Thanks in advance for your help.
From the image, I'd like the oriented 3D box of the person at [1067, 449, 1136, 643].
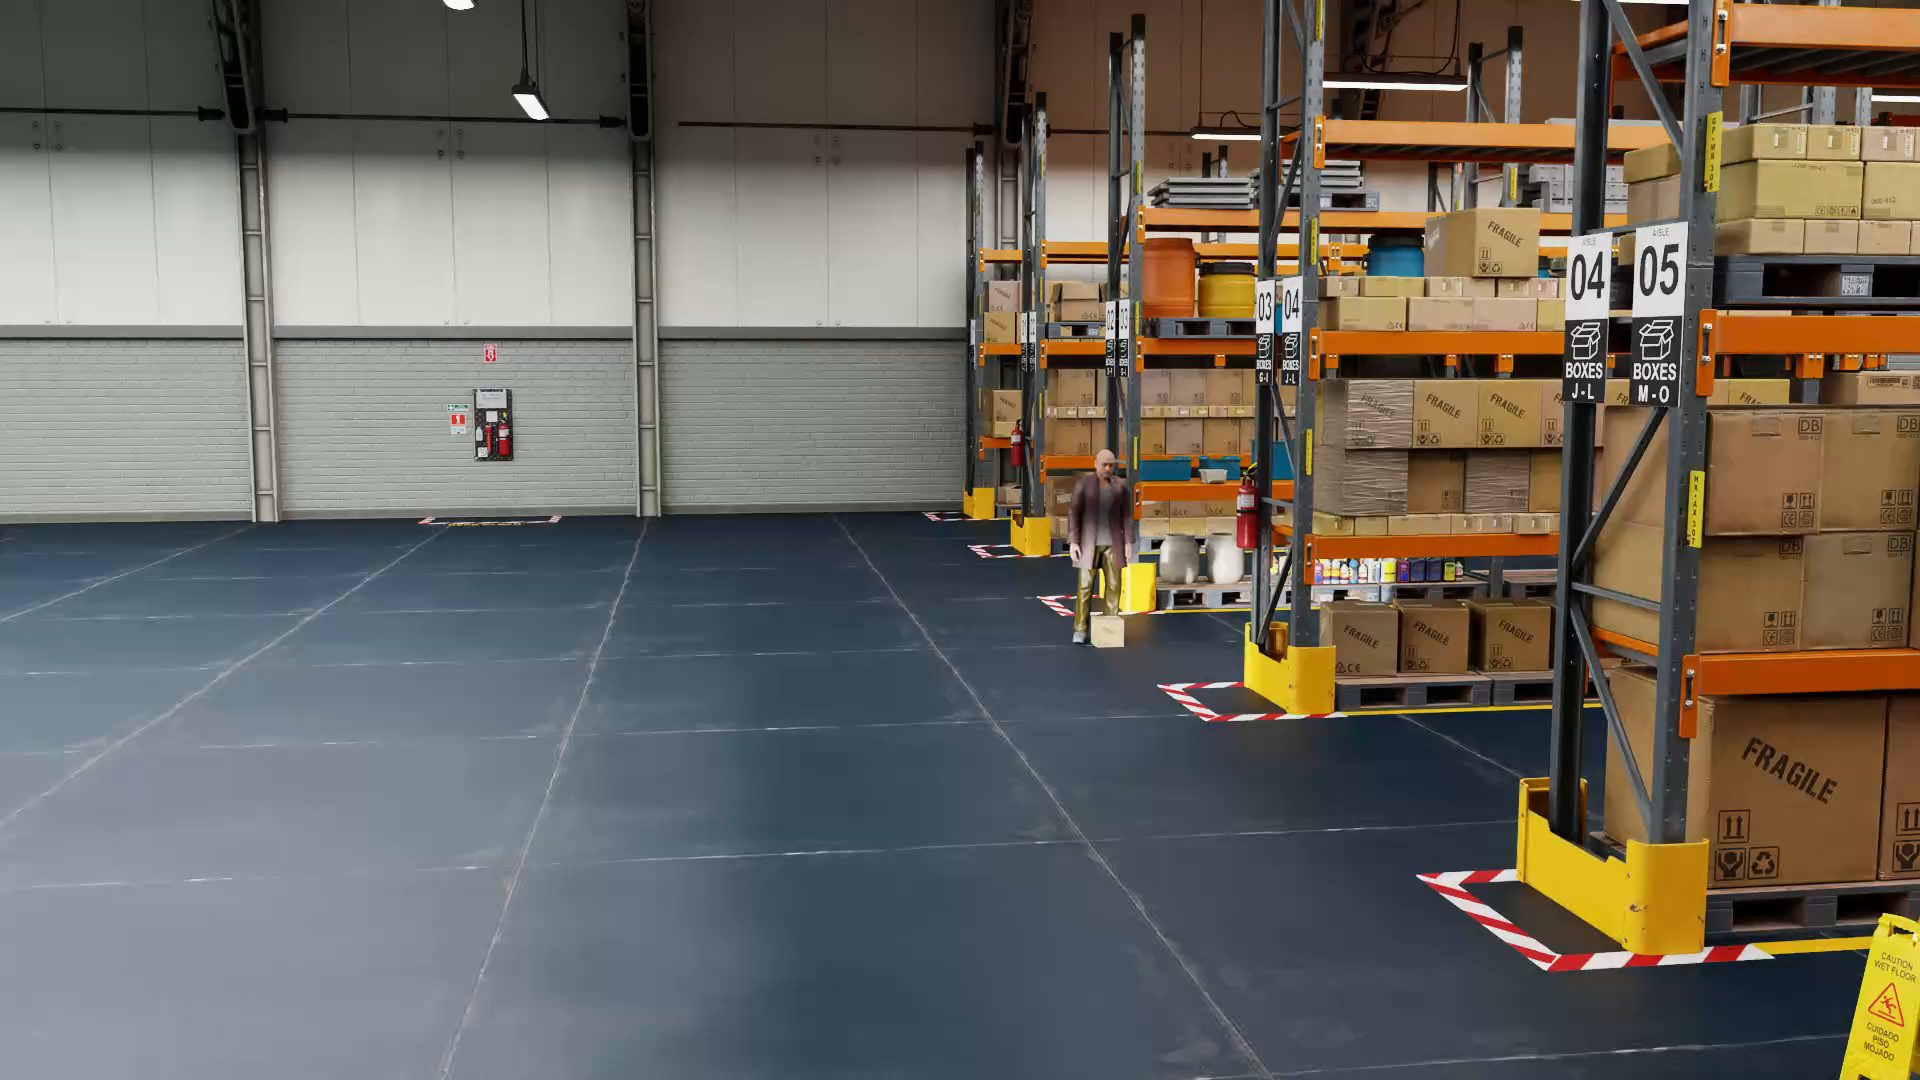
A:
[{"bbox_3d":[1.301,0.049,15.330,0.647,1.774,0.419,-1,6,-9],"label":"person"}]
